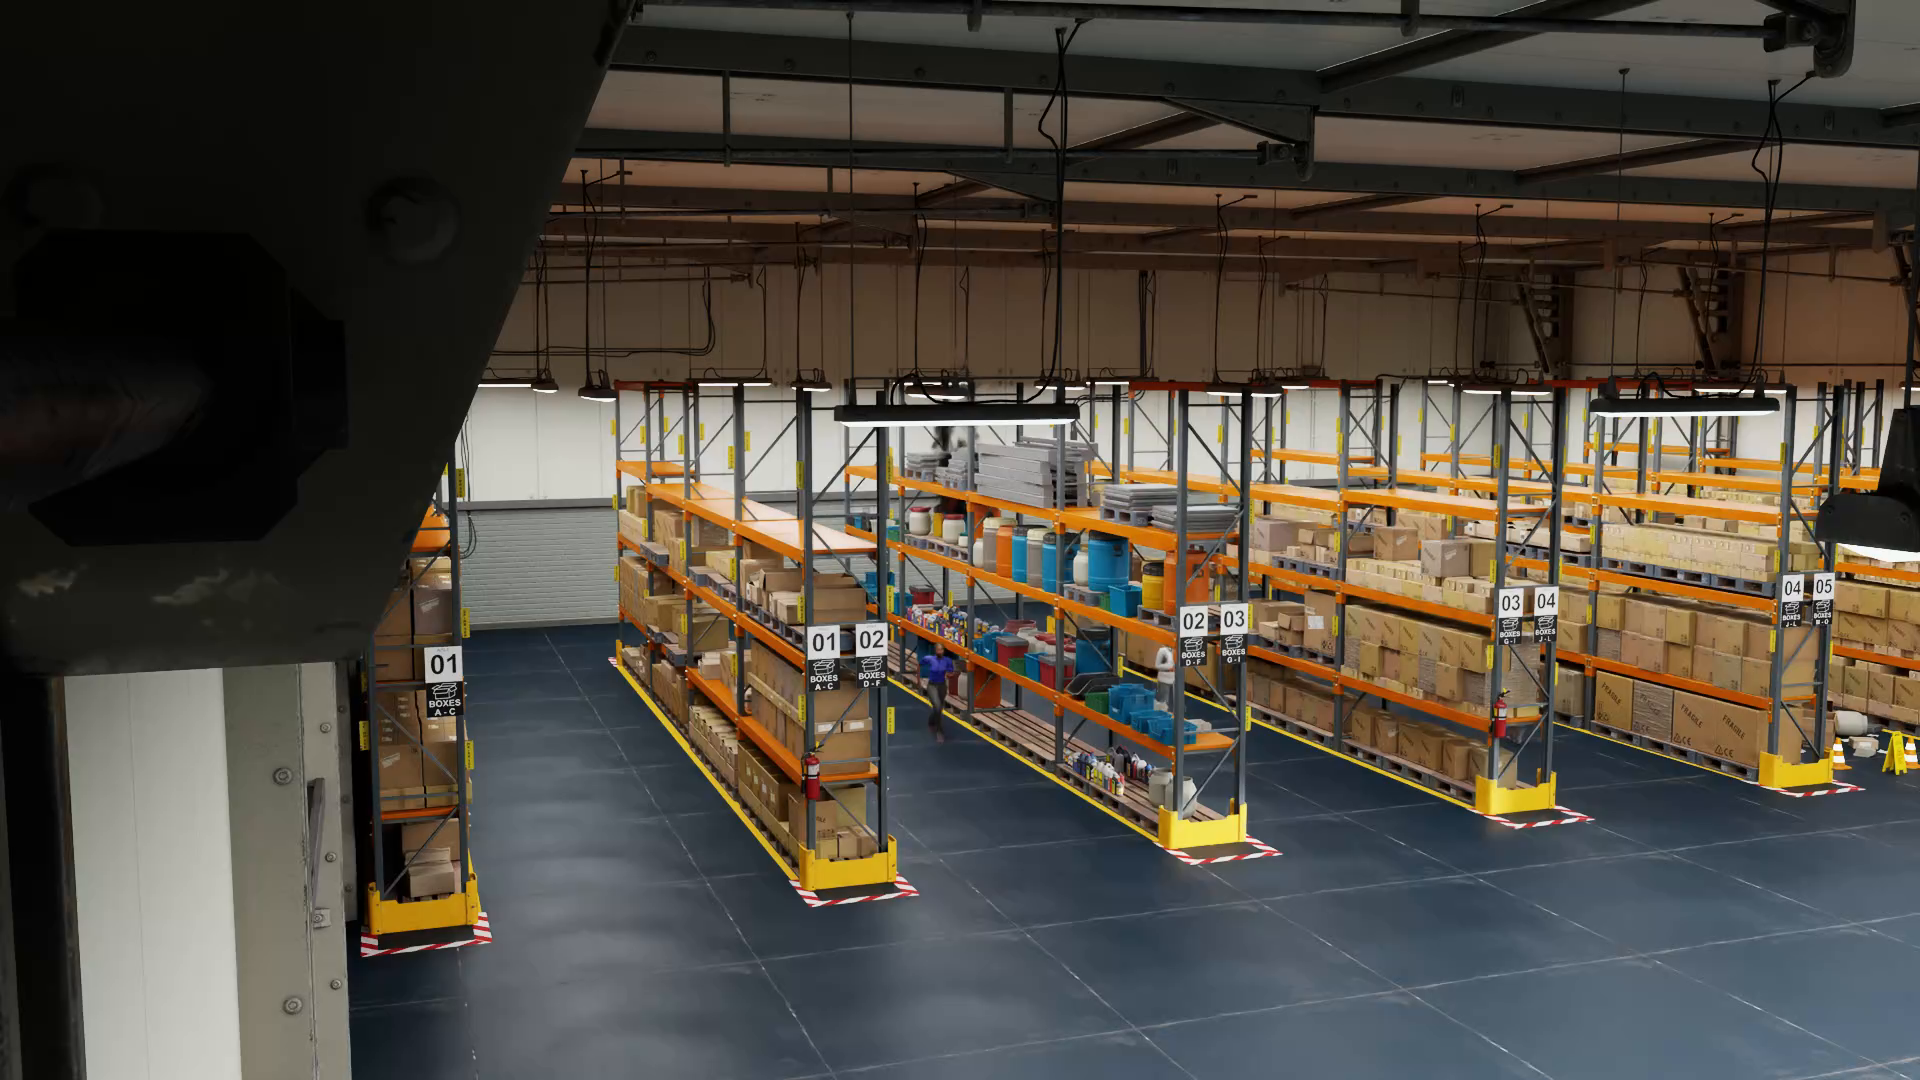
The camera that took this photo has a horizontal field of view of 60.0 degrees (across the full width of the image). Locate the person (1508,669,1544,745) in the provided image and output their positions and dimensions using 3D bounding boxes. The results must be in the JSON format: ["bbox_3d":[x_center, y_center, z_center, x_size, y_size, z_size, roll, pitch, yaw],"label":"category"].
[{"bbox_3d":[9.412,2.574,27.641,0.568,1.660,0.681,-3,7,-26],"label":"person"}]

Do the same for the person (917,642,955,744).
[{"bbox_3d":[-0.403,2.600,28.138,0.599,1.602,0.847,-2,6,-17],"label":"person"}]

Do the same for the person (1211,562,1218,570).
[{"bbox_3d":[5.970,1.335,39.271,0.728,1.747,0.673,0,6,-1],"label":"person"}]

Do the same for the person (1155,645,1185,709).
[{"bbox_3d":[3.569,2.444,28.479,0.640,1.819,0.791,-3,7,-30],"label":"person"}]
